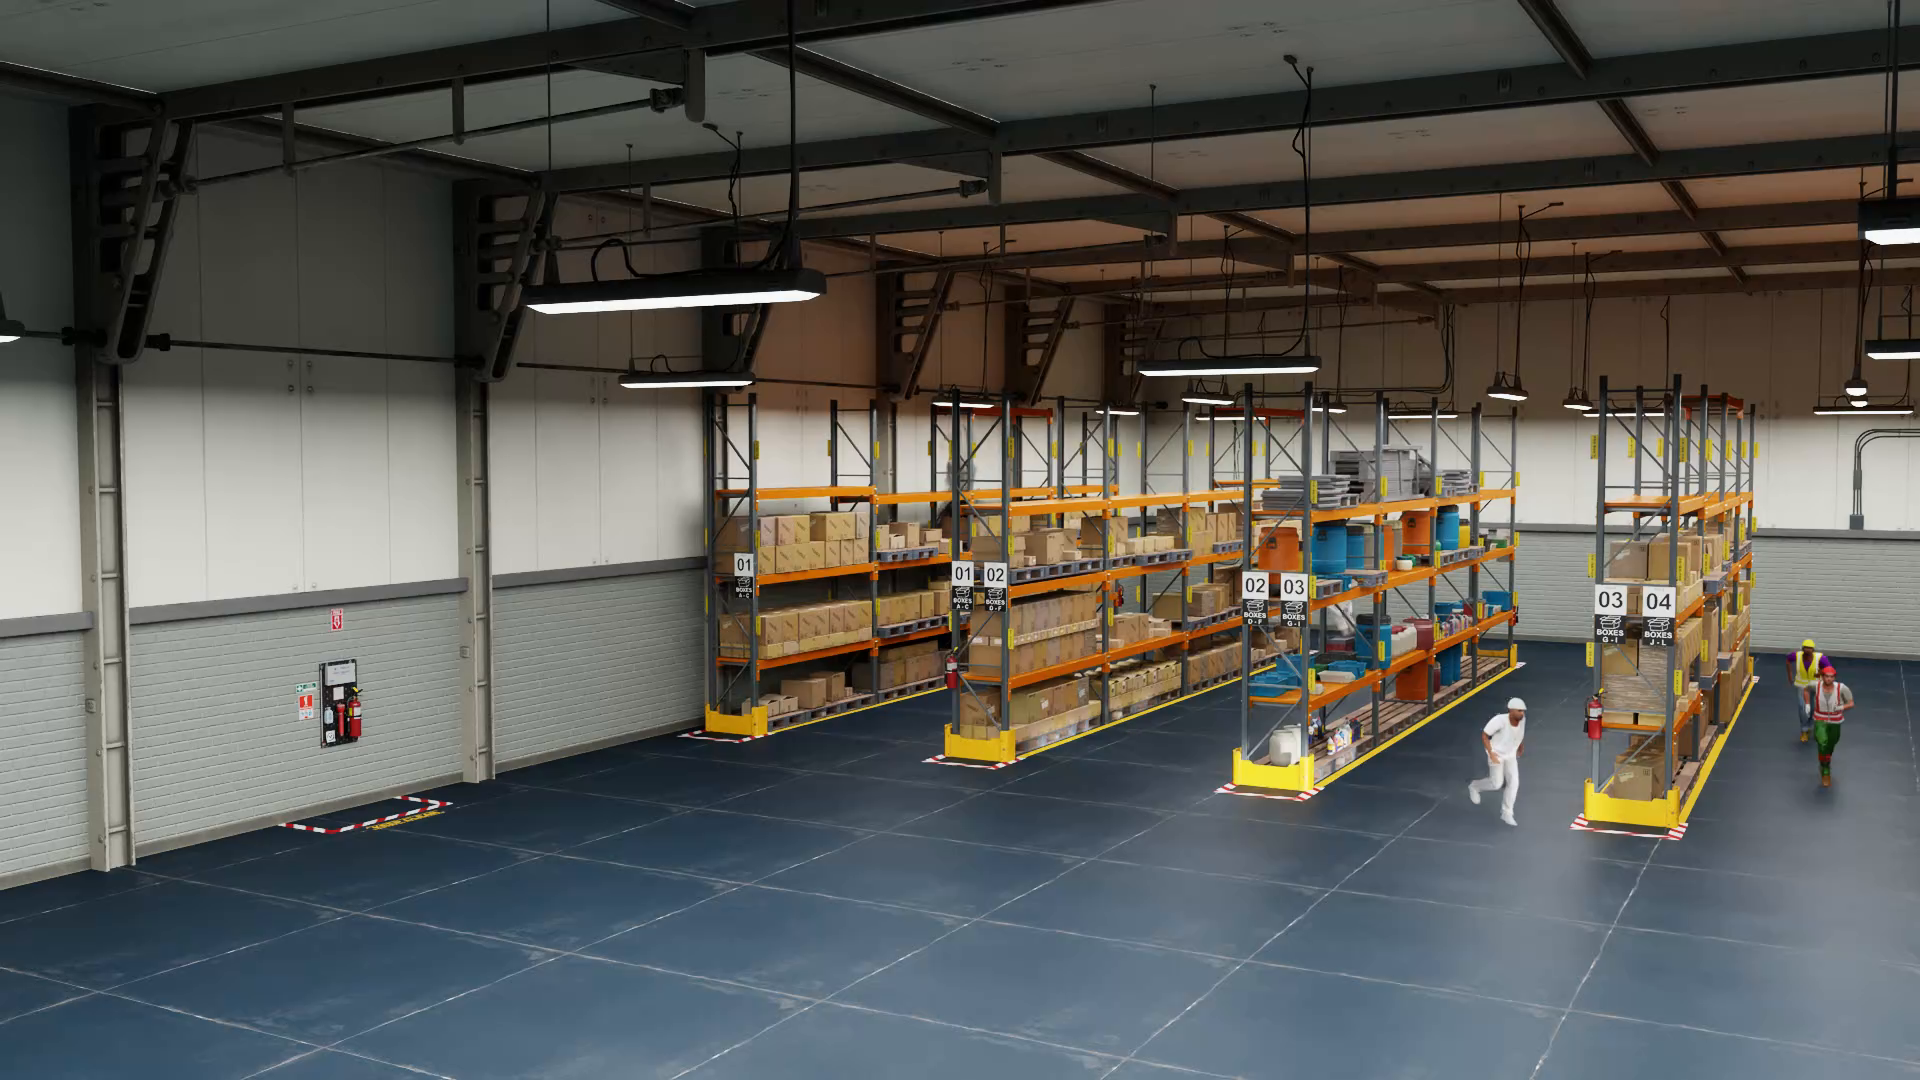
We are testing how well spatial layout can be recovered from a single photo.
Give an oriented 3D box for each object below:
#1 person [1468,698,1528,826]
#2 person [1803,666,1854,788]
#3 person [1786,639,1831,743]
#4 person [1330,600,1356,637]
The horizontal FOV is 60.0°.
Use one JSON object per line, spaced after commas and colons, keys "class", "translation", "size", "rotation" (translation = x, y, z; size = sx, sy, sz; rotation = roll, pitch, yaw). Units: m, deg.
{"class": "person", "translation": [7.310, 2.958, 22.571], "size": [0.711, 1.714, 0.992], "rotation": [-2, 4, -29]}
{"class": "person", "translation": [13.098, 2.771, 25.109], "size": [0.656, 1.791, 1.062], "rotation": [1, 3, 20]}
{"class": "person", "translation": [14.726, 2.584, 28.871], "size": [0.696, 1.775, 1.026], "rotation": [1, 3, 23]}
{"class": "person", "translation": [9.442, 1.973, 41.061], "size": [0.715, 1.605, 0.587], "rotation": [-1, 3, -25]}
